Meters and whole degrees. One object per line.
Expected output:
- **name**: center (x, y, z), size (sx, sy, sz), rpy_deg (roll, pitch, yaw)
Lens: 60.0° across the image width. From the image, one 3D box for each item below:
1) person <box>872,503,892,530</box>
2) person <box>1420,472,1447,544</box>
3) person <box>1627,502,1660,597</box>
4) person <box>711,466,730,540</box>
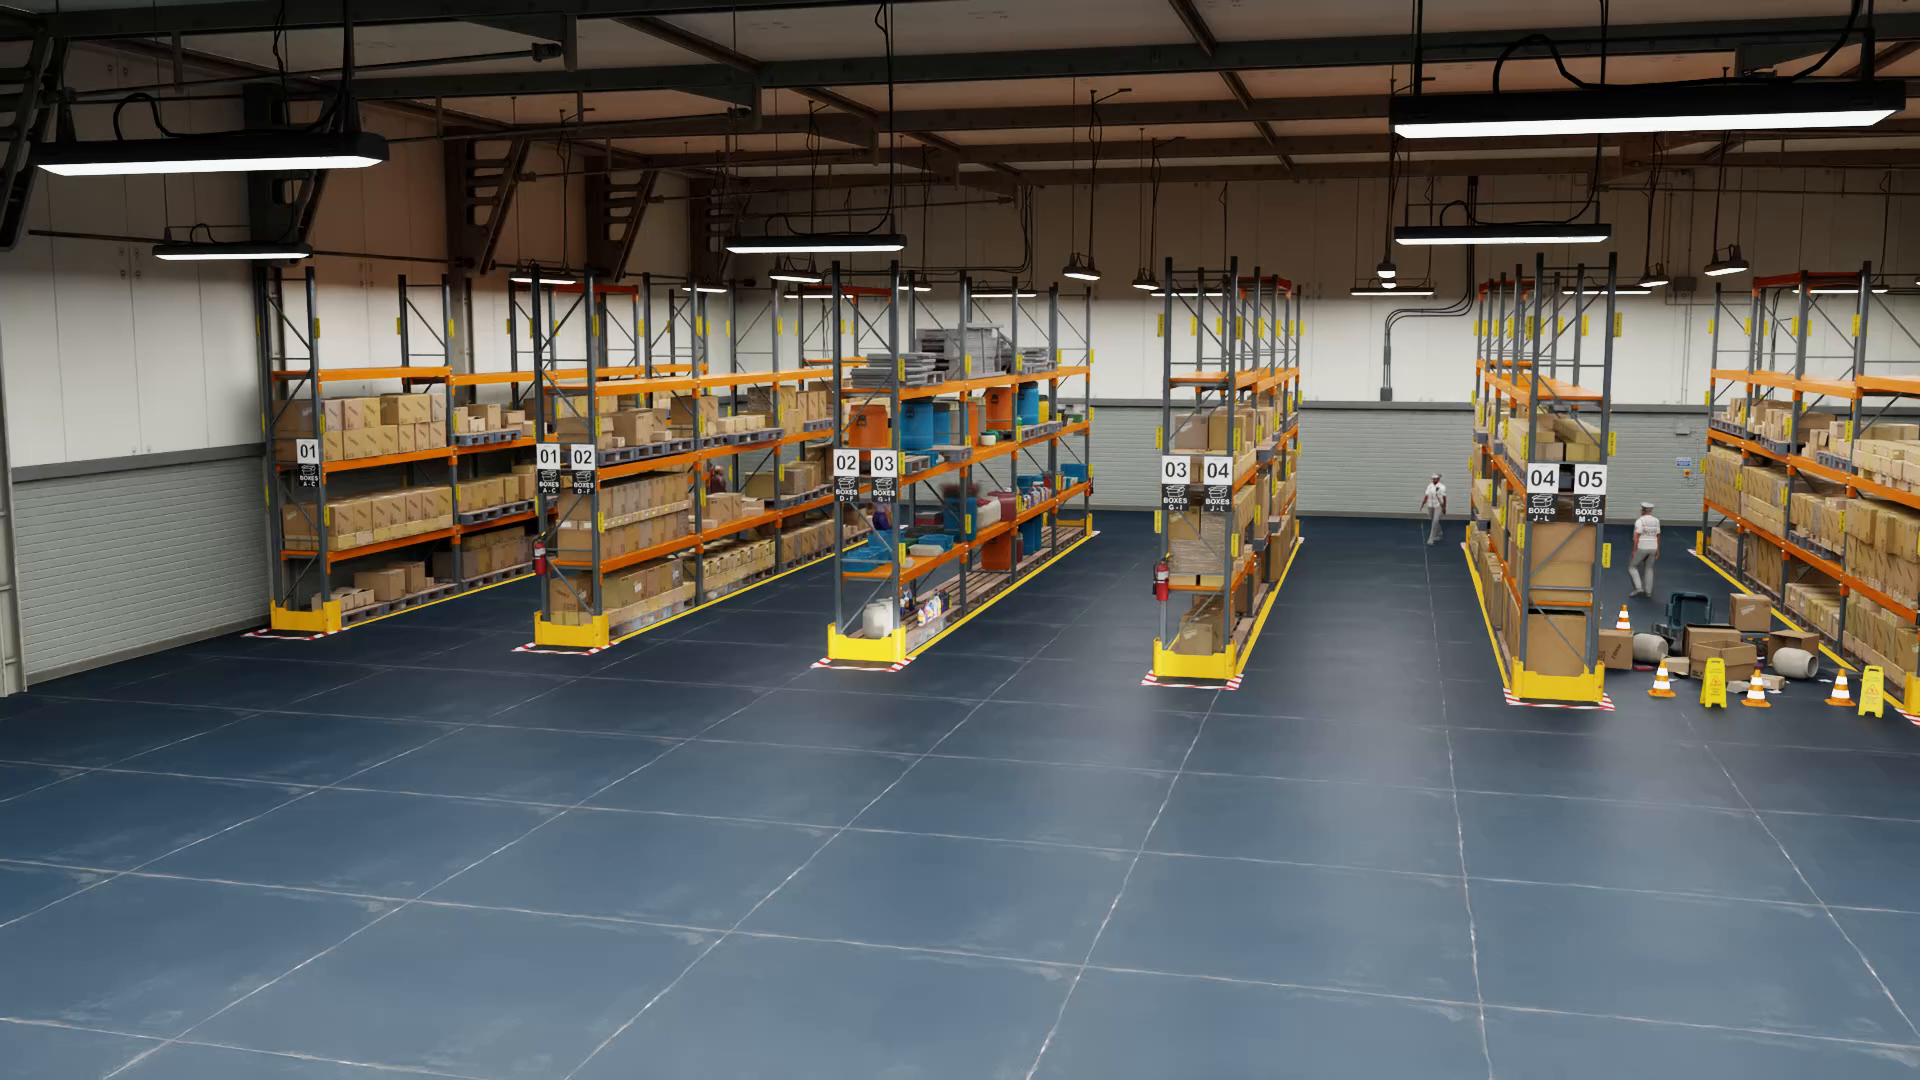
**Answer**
- **person**: center (-1.741, -0.425, 36.420), size (0.477, 1.648, 0.526), rpy_deg (-7, 10, -44)
- **person**: center (11.095, -0.775, 38.953), size (0.962, 1.630, 0.476), rpy_deg (-7, 10, -43)
- **person**: center (12.836, 0.202, 31.167), size (0.574, 1.811, 0.403), rpy_deg (-2, 7, -13)
- **person**: center (-5.733, -0.886, 39.511), size (0.799, 1.773, 0.618), rpy_deg (-4, 8, -31)
